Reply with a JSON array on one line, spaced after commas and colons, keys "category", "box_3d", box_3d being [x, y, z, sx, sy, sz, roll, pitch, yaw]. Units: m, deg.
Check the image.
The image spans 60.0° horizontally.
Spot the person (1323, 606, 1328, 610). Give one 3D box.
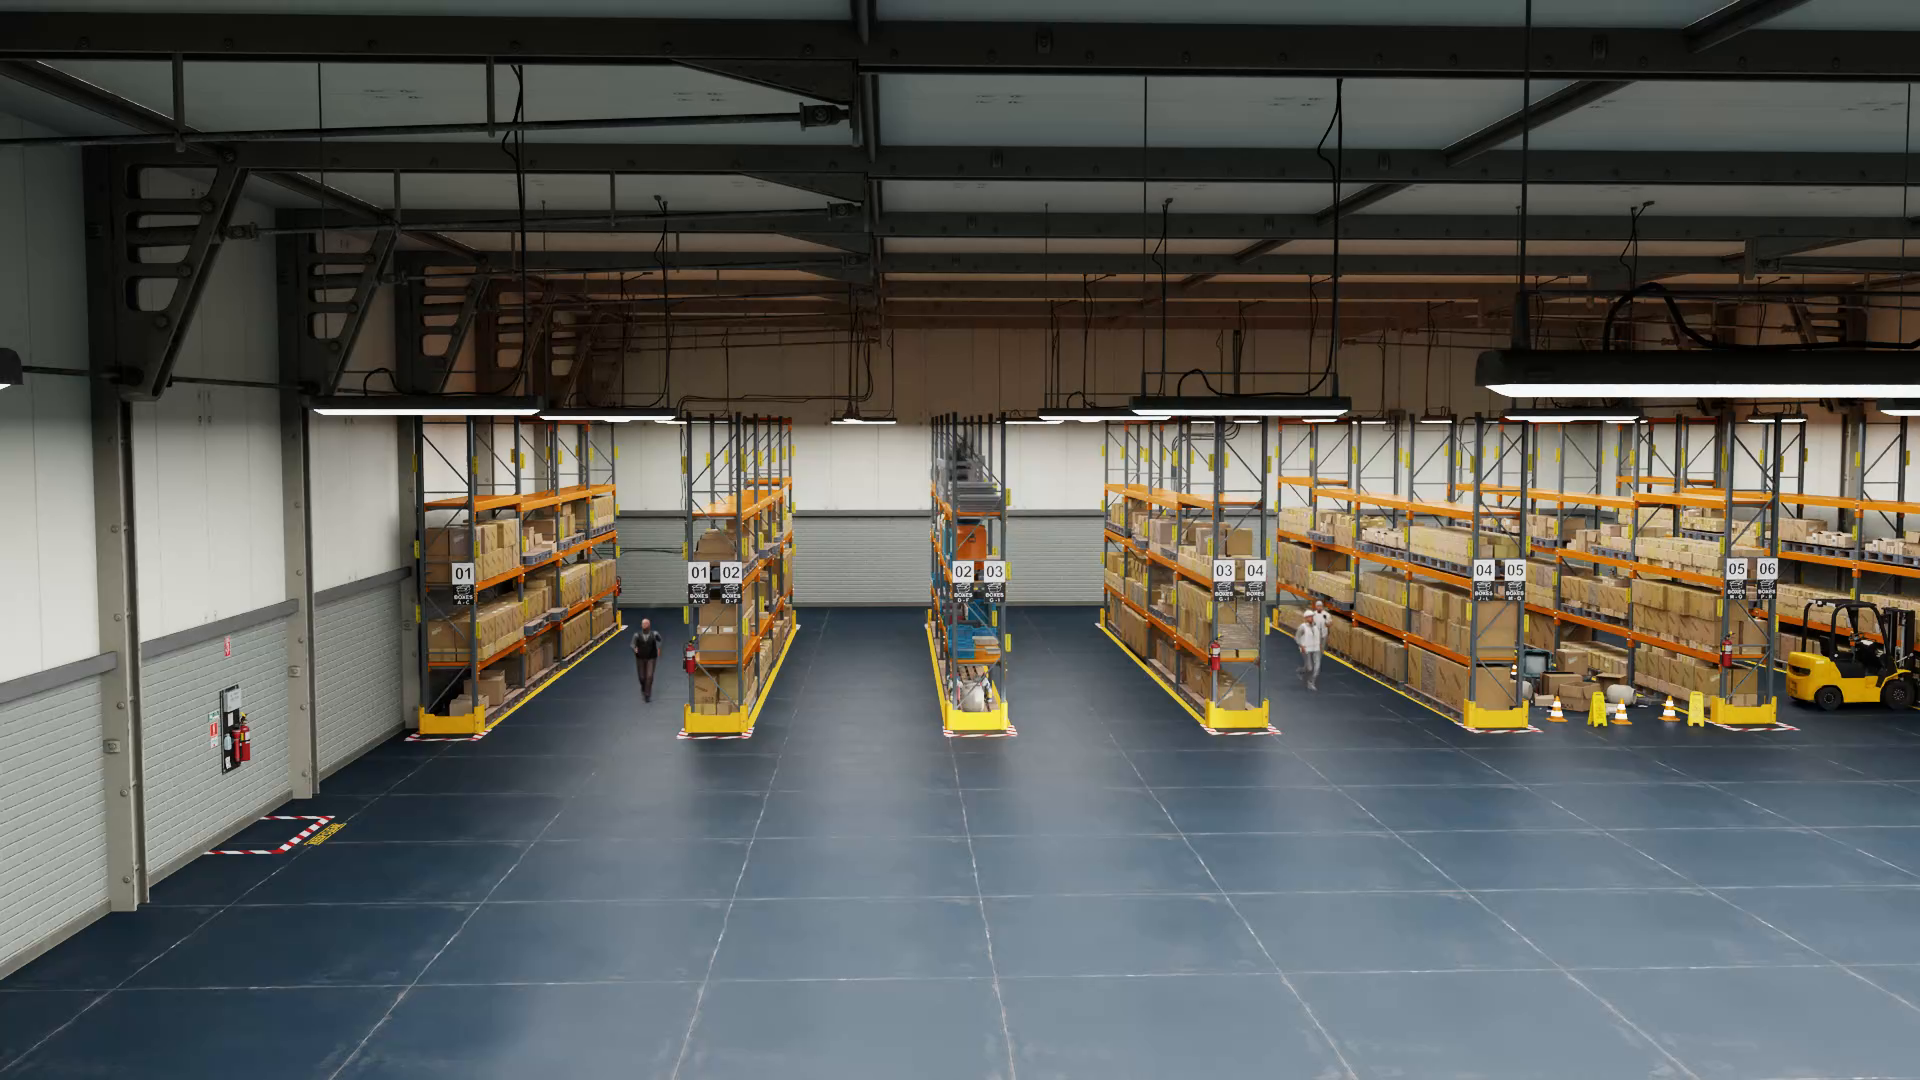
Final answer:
[{"category": "person", "box_3d": [10.733, 1.531, 48.456, 0.722, 1.746, 0.918, -2, 4, -22]}]

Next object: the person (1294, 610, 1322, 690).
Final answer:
[{"category": "person", "box_3d": [7.616, 2.395, 36.318, 0.660, 1.732, 0.634, -1, 4, -19]}]

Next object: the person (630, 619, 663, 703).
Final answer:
[{"category": "person", "box_3d": [-6.564, 2.507, 34.843, 0.675, 1.700, 0.945, 0, 4, -7]}]

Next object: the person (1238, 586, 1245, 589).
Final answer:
[{"category": "person", "box_3d": [8.178, 1.604, 48.230, 0.846, 1.705, 0.764, -4, 5, -43]}]

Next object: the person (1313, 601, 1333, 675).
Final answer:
[{"category": "person", "box_3d": [8.384, 2.264, 38.736, 0.583, 1.712, 0.842, 0, 4, 0]}]
